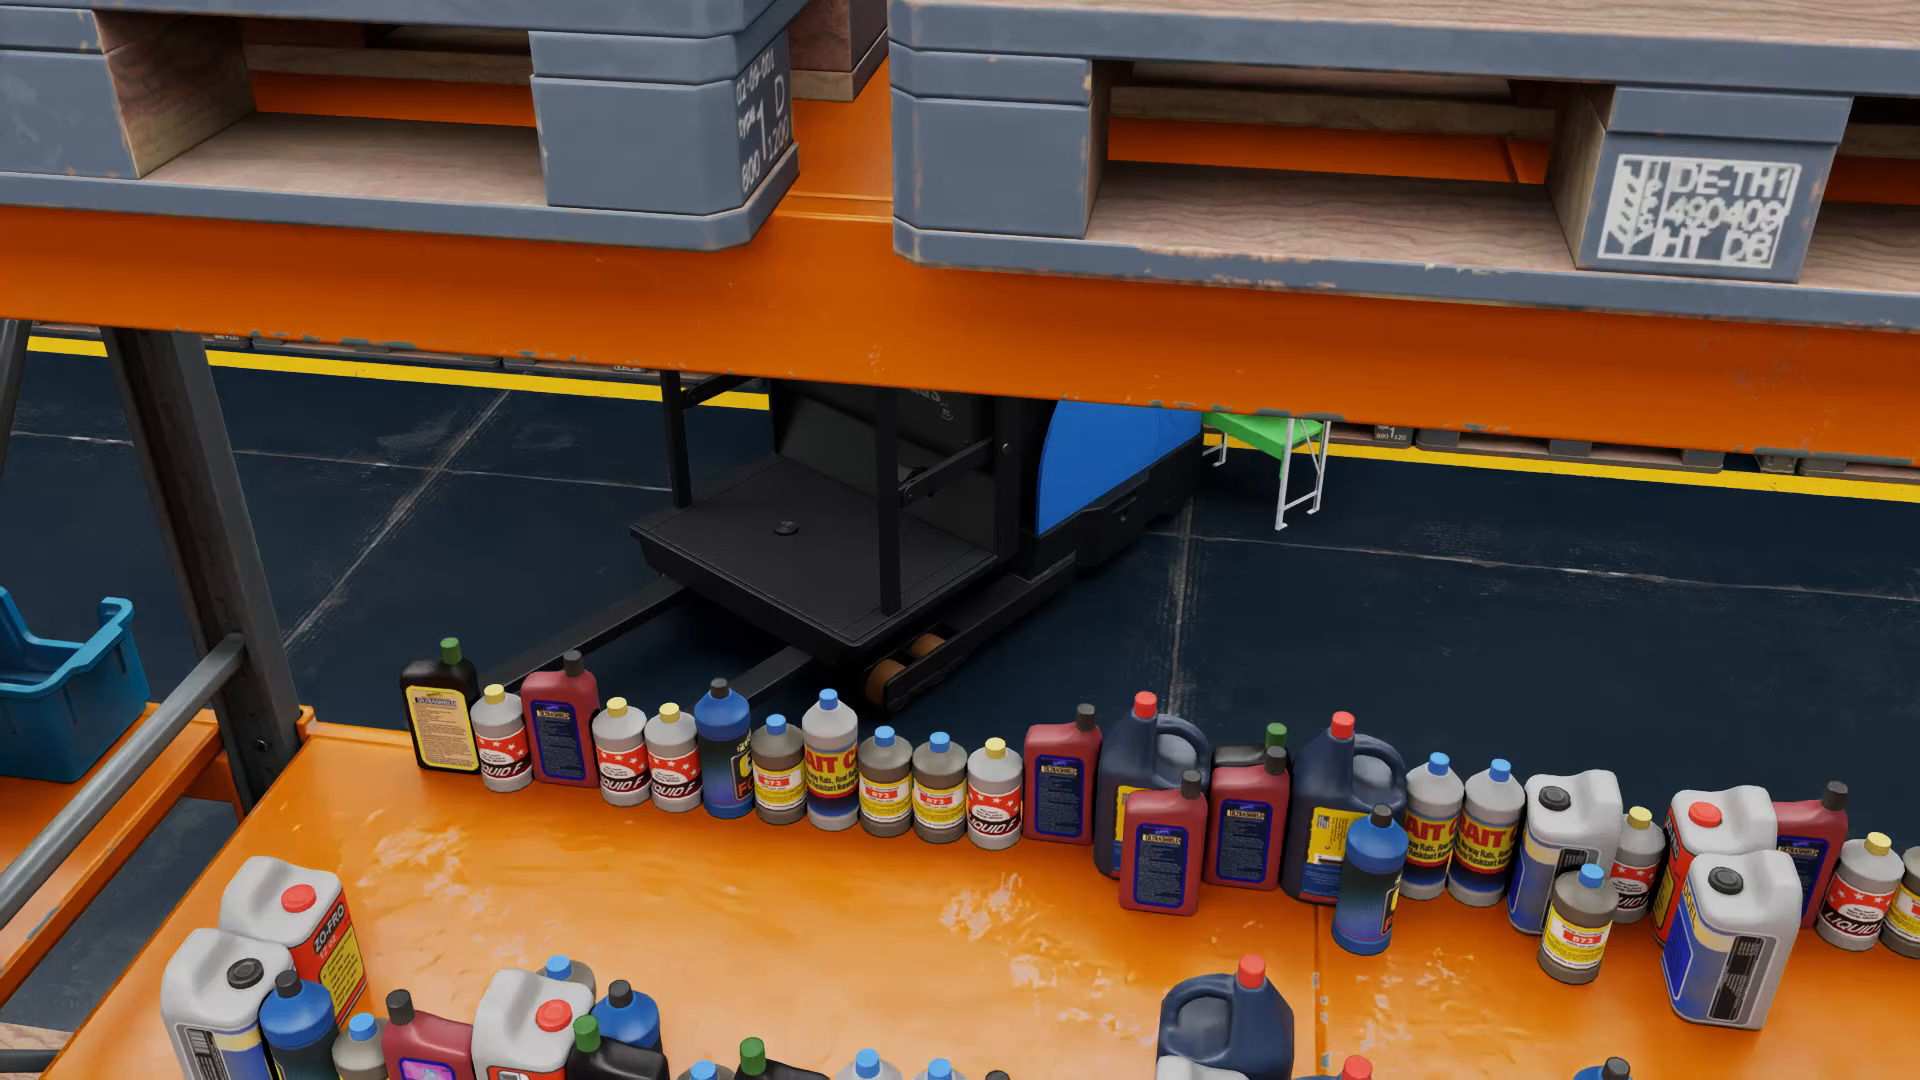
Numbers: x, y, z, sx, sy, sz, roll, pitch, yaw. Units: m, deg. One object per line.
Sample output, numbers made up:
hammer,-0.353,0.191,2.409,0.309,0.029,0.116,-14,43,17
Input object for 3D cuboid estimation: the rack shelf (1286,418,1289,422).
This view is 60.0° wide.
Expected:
rack shelf,1.136,-0.632,6.250,0.258,0.148,0.480,-24,39,-33

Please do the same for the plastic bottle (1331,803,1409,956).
plastic bottle,0.664,0.539,2.684,0.097,0.271,0.097,0,32,0

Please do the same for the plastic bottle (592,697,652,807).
plastic bottle,-0.611,0.375,3.011,0.097,0.201,0.097,0,32,0

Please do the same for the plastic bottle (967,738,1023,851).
plastic bottle,0.061,0.436,2.913,0.097,0.201,0.097,0,32,0

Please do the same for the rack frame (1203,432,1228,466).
rack frame,0.980,-0.786,6.375,0.240,1.200,0.015,-24,39,-33

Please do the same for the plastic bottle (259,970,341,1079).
plastic bottle,-0.938,0.724,2.387,0.097,0.271,0.097,0,32,0

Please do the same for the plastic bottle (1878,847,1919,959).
plastic bottle,1.565,0.572,2.696,0.097,0.201,0.097,0,32,0

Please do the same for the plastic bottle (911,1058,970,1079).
plastic bottle,-0.027,0.807,2.255,0.097,0.271,0.097,0,32,0

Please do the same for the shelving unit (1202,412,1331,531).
shelving unit,1.136,-0.687,6.216,0.258,1.200,0.503,-24,39,-33

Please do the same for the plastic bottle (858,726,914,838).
plastic bottle,-0.131,0.419,2.941,0.097,0.201,0.097,0,32,0

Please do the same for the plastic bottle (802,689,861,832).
plastic bottle,-0.227,0.380,2.936,0.097,0.271,0.097,0,32,0

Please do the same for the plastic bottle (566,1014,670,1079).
plastic bottle,-0.467,0.772,2.300,0.133,0.283,0.061,5,32,8

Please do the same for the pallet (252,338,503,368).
pallet,-2.586,-1.175,7.928,1.213,0.211,1.003,5,32,8

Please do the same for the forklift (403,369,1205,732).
forklift,-0.414,-0.991,5.071,1.130,2.935,3.031,25,40,34

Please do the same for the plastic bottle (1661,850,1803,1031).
plastic bottle,1.193,0.604,2.575,0.135,0.276,0.152,5,32,8

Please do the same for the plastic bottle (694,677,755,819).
plastic bottle,-0.419,0.363,2.964,0.097,0.271,0.097,0,32,0

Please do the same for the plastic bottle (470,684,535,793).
plastic bottle,-0.838,0.355,3.043,0.097,0.201,0.097,0,32,0

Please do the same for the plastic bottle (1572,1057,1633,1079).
plastic bottle,0.865,0.806,2.257,0.097,0.271,0.097,0,32,0

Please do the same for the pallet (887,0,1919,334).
pallet,0.616,-0.515,1.597,1.213,0.211,1.003,5,32,8

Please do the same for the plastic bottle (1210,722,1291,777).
plastic bottle,0.491,0.430,2.845,0.133,0.283,0.061,5,32,8

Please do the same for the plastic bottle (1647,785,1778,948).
plastic bottle,1.219,0.524,2.703,0.135,0.276,0.152,5,32,8

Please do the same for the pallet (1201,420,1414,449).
pallet,1.346,-0.774,7.288,1.213,0.211,1.003,5,32,8

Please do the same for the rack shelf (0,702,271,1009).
rack shelf,-3.391,0.564,3.200,4.000,0.370,1.077,5,32,8

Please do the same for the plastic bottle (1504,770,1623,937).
plastic bottle,0.990,0.503,2.736,0.135,0.276,0.152,5,32,8

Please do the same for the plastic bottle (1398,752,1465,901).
plastic bottle,0.784,0.472,2.790,0.097,0.271,0.097,0,32,0

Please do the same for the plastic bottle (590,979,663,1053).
plastic bottle,-0.471,0.734,2.371,0.097,0.271,0.097,0,32,0

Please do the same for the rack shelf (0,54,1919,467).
rack shelf,0.552,-0.350,1.834,4.000,0.370,1.077,5,32,8

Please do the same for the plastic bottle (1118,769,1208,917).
plastic bottle,0.336,0.494,2.744,0.133,0.283,0.061,5,32,8

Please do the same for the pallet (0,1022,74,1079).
pallet,-2.177,1.530,3.606,1.213,0.211,1.003,5,32,8

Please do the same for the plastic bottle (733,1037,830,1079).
plastic bottle,-0.239,0.792,2.267,0.133,0.283,0.061,5,32,8

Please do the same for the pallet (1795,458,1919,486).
pallet,4.037,-0.552,6.933,1.213,0.211,1.003,5,32,8

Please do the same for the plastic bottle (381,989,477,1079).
plastic bottle,-0.731,0.748,2.338,0.133,0.283,0.061,5,32,8

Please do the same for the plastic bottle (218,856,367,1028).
plastic bottle,-1.022,0.618,2.552,0.135,0.276,0.152,5,32,8

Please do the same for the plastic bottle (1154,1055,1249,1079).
plastic bottle,0.320,0.822,2.227,0.135,0.276,0.152,5,32,8
